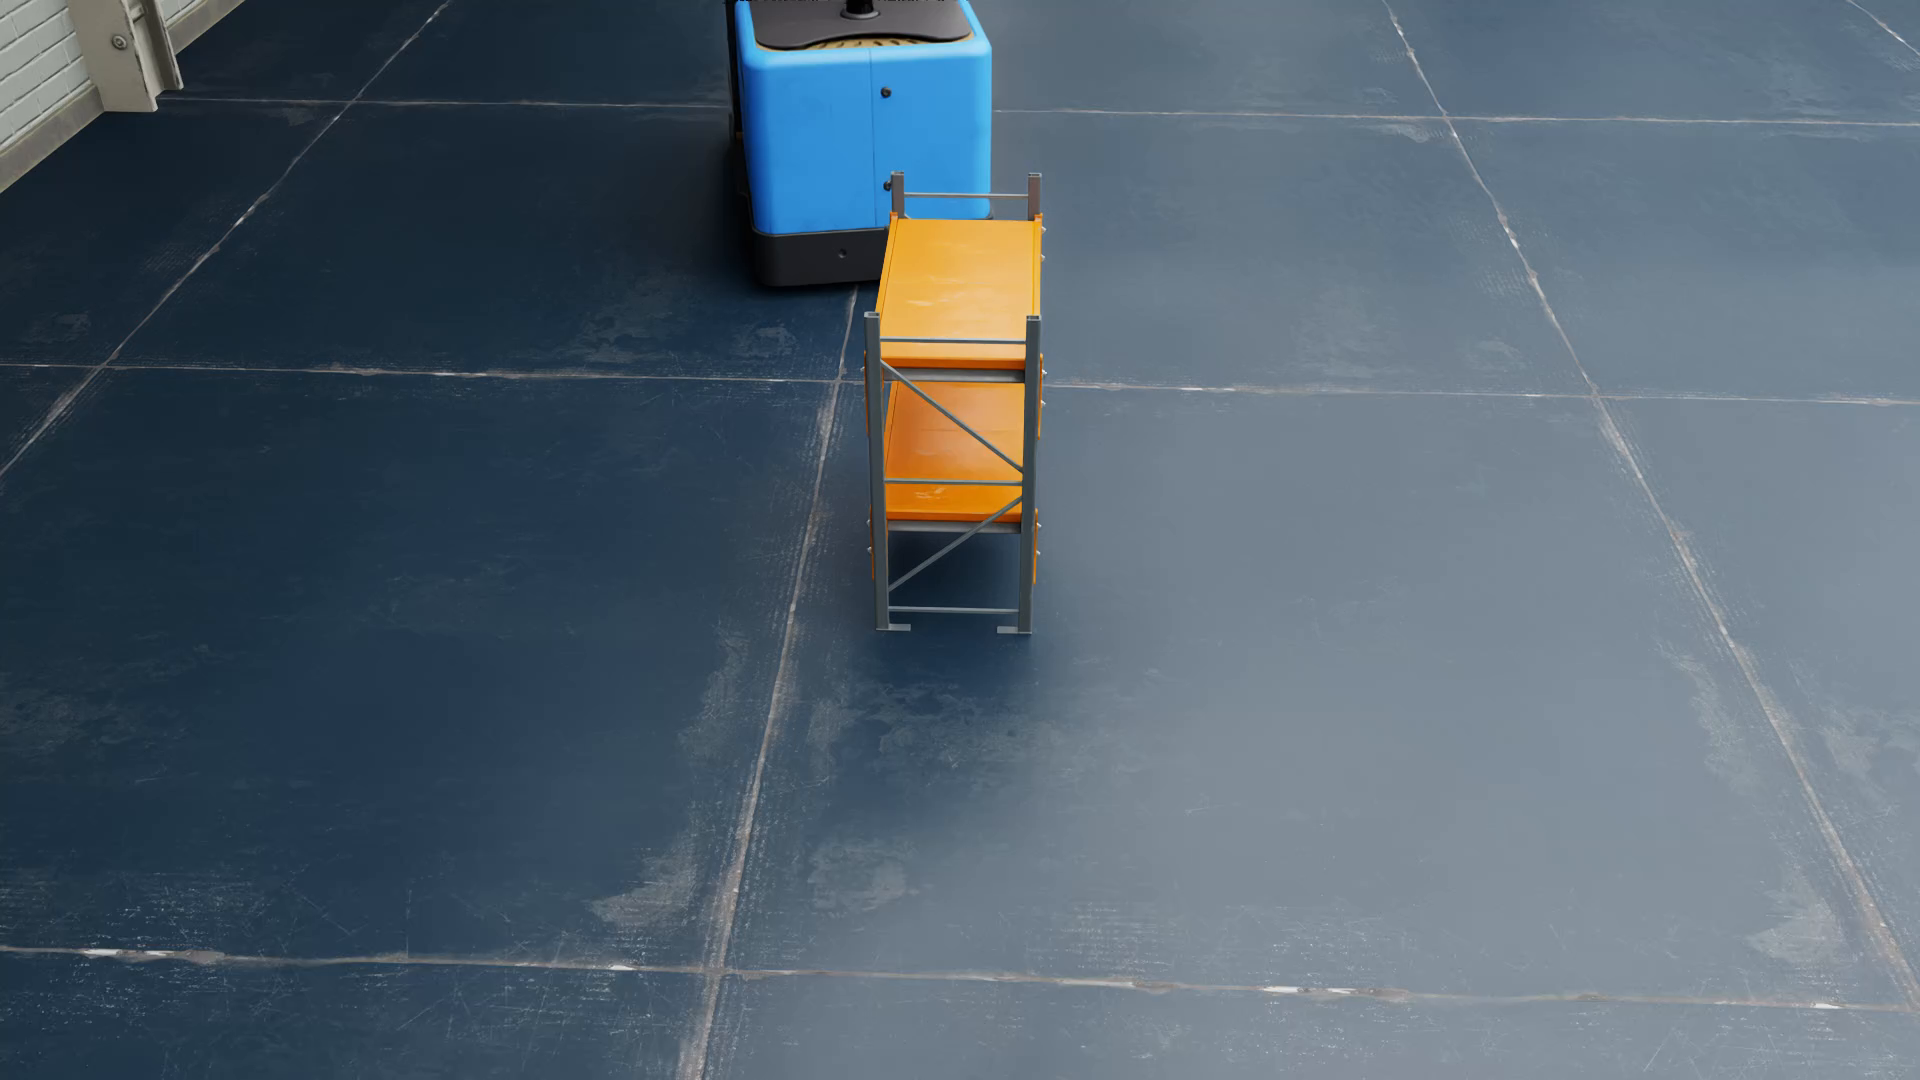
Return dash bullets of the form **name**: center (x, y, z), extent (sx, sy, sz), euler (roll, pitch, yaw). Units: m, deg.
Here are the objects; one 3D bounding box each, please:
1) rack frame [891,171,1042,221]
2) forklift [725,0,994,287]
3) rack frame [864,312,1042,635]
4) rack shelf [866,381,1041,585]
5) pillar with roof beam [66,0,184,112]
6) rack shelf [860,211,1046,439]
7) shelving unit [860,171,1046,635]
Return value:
- **rack frame**: center (0.021, -0.756, 5.848), extent (0.500, 1.125, 0.032), euler (1, 35, 2)
- **forklift**: center (-0.593, -3.132, 7.658), extent (1.130, 2.935, 3.031), euler (-5, 35, -7)
- **rack frame**: center (-0.020, -0.172, 5.017), extent (0.500, 1.125, 0.032), euler (1, 35, 2)
- **rack shelf**: center (0.000, -0.264, 5.573), extent (0.538, 0.278, 1.000), euler (1, 35, 2)
- **pillar with roof beam**: center (-0.246, -6.037, 6.514), extent (9.100, 9.000, 0.400), euler (1, 35, 2)
- **rack shelf**: center (0.000, -0.704, 5.264), extent (0.538, 0.278, 1.000), euler (1, 35, 2)
- **shelving unit**: center (0.000, -0.464, 5.432), extent (0.538, 1.125, 1.048), euler (1, 35, 2)
